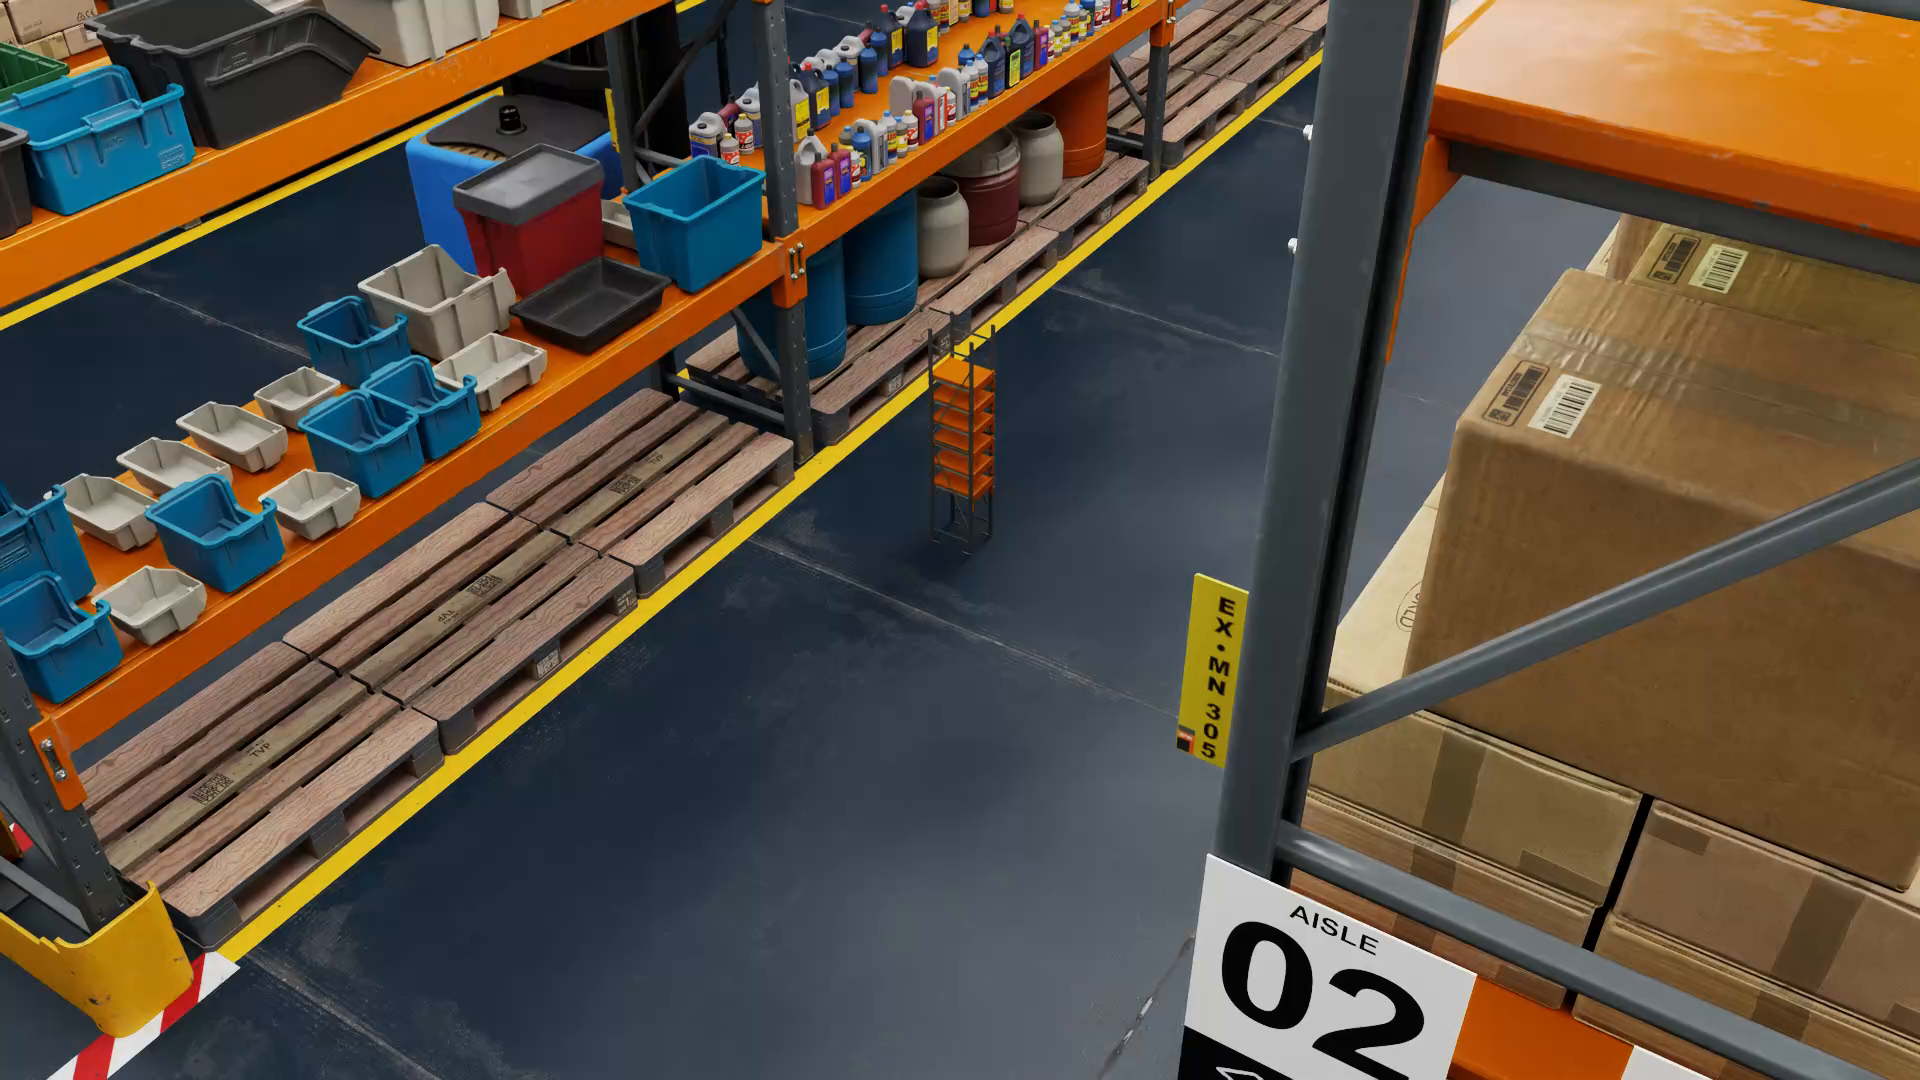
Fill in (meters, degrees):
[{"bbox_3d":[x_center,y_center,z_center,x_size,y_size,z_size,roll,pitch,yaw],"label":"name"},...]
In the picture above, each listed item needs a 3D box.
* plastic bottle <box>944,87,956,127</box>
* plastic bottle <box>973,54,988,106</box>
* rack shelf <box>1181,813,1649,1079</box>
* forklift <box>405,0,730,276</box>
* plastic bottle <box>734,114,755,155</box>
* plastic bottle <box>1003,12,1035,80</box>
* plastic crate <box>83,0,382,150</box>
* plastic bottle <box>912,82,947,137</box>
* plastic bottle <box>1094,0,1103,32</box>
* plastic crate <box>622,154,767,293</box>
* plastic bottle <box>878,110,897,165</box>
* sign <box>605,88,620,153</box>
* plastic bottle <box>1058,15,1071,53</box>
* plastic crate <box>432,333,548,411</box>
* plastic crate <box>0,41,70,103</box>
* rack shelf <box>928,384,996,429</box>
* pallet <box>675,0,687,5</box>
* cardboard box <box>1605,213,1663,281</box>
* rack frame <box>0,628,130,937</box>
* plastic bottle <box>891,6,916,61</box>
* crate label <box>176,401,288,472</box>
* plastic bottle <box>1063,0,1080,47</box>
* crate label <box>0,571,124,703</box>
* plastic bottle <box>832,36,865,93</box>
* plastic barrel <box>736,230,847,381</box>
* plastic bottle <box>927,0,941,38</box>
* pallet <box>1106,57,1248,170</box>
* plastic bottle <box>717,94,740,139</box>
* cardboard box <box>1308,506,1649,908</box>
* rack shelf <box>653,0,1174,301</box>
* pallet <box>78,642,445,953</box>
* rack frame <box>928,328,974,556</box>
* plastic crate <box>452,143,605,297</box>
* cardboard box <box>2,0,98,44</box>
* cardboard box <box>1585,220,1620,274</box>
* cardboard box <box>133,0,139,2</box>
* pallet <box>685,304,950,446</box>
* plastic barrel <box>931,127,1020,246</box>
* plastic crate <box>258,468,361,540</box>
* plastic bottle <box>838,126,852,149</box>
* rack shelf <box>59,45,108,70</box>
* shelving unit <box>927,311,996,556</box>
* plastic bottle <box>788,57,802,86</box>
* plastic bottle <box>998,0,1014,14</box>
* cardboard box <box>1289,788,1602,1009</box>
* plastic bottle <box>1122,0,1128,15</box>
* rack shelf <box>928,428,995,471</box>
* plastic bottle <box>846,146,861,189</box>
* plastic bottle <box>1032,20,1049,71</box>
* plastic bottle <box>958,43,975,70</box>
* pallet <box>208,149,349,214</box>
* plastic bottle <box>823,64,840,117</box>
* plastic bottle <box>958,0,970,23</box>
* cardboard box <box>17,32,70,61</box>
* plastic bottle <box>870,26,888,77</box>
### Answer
[{"bbox_3d":[-0.071,-2.328,8.915,0.097,0.201,0.097,0,38,0],"label":"plastic bottle"},{"bbox_3d":[0.105,-2.525,9.113,0.097,0.271,0.097,0,38,0],"label":"plastic bottle"},{"bbox_3d":[1.887,-0.014,3.883,1.077,0.370,4.000,21,42,25],"label":"rack shelf"},{"bbox_3d":[-2.013,-3.208,9.950,1.130,2.935,3.031,18,41,22],"label":"forklift"},{"bbox_3d":[-1.122,-2.112,8.635,0.097,0.201,0.097,0,38,0],"label":"plastic bottle"},{"bbox_3d":[0.332,-2.801,9.406,0.144,0.351,0.185,21,42,25],"label":"plastic bottle"},{"bbox_3d":[-2.315,-1.563,5.354,0.504,0.338,0.767,21,42,25],"label":"plastic crate"},{"bbox_3d":[-0.156,-2.306,8.826,0.152,0.276,0.135,21,42,25],"label":"plastic bottle"},{"bbox_3d":[0.811,-3.177,10.016,0.097,0.201,0.097,0,38,0],"label":"plastic bottle"},{"bbox_3d":[-1.184,-1.429,7.551,0.392,0.384,0.575,21,42,25],"label":"plastic crate"},{"bbox_3d":[-0.371,-2.067,8.519,0.097,0.271,0.097,0,38,0],"label":"plastic bottle"},{"bbox_3d":[-1.686,-2.055,8.171,0.100,0.325,0.005,21,42,25],"label":"sign"},{"bbox_3d":[0.603,-2.976,9.756,0.097,0.201,0.097,0,38,0],"label":"plastic bottle"},{"bbox_3d":[-1.901,-0.687,6.791,0.293,0.136,0.466,21,42,25],"label":"plastic crate"},{"bbox_3d":[-3.078,-1.408,5.276,0.450,0.188,0.336,21,42,25],"label":"plastic crate"},{"bbox_3d":[0.008,-0.638,7.713,0.258,0.103,0.180,21,42,25],"label":"rack shelf"},{"bbox_3d":[-2.841,-4.744,14.171,1.003,0.211,1.213,21,42,25],"label":"pallet"},{"bbox_3d":[1.593,-0.496,3.019,0.700,0.500,0.500,21,42,25],"label":"cardboard box"},{"bbox_3d":[-3.365,0.298,5.346,1.000,3.000,0.127,21,42,25],"label":"rack frame"},{"bbox_3d":[-0.327,-2.945,9.654,0.152,0.276,0.135,21,42,25],"label":"plastic bottle"},{"bbox_3d":[-2.785,-0.397,6.415,0.396,0.136,0.243,21,42,25],"label":"crate label"},{"bbox_3d":[0.655,-3.054,9.800,0.097,0.271,0.097,0,38,0],"label":"plastic bottle"},{"bbox_3d":[-2.955,0.321,5.404,0.416,0.233,0.303,21,42,25],"label":"crate label"},{"bbox_3d":[-0.622,-2.661,9.286,0.152,0.276,0.135,21,42,25],"label":"plastic bottle"},{"bbox_3d":[-0.916,-1.374,8.890,0.600,0.901,0.708,21,42,25],"label":"plastic barrel"},{"bbox_3d":[-0.164,-3.131,9.899,0.097,0.271,0.097,0,38,0],"label":"plastic bottle"},{"bbox_3d":[1.369,-3.108,12.049,1.003,0.211,1.213,21,42,25],"label":"pallet"},{"bbox_3d":[-1.199,-2.161,8.631,0.061,0.283,0.133,21,42,25],"label":"plastic bottle"},{"bbox_3d":[0.875,0.245,2.671,0.500,0.250,0.500,21,42,25],"label":"cardboard box"},{"bbox_3d":[-0.151,-2.510,9.578,1.077,0.370,4.000,21,42,25],"label":"rack shelf"},{"bbox_3d":[-2.891,0.990,6.732,1.003,0.211,1.213,21,42,25],"label":"pallet"},{"bbox_3d":[-0.041,-0.435,7.772,0.240,1.200,0.006,21,42,25],"label":"rack frame"},{"bbox_3d":[-1.912,-1.435,7.492,0.402,0.464,0.583,21,42,25],"label":"plastic crate"},{"bbox_3d":[-5.419,-3.129,9.671,0.500,0.250,0.500,20,42,24],"label":"cardboard box"},{"bbox_3d":[1.676,-0.529,3.675,0.500,0.250,0.500,21,42,25],"label":"cardboard box"},{"bbox_3d":[-4.947,-3.579,10.294,0.500,0.500,0.500,21,42,25],"label":"cardboard box"},{"bbox_3d":[-0.774,-1.044,9.371,1.003,0.211,1.213,21,42,25],"label":"pallet"},{"bbox_3d":[0.068,-2.198,10.214,0.600,0.588,0.708,21,42,25],"label":"plastic barrel"},{"bbox_3d":[-2.350,-0.129,6.067,0.250,0.136,0.298,21,42,25],"label":"plastic crate"},{"bbox_3d":[-0.572,-2.019,8.515,0.097,0.201,0.097,0,38,0],"label":"plastic bottle"},{"bbox_3d":[-6.476,-2.068,9.005,1.077,0.370,4.000,21,42,25],"label":"rack shelf"},{"bbox_3d":[0.008,-0.483,7.833,0.258,1.200,0.189,21,42,25],"label":"shelving unit"},{"bbox_3d":[-0.907,-2.421,8.913,0.144,0.351,0.185,21,42,25],"label":"plastic bottle"},{"bbox_3d":[0.283,-3.360,10.254,0.097,0.201,0.097,0,38,0],"label":"plastic bottle"},{"bbox_3d":[0.868,0.441,2.827,0.500,0.250,0.500,21,42,25],"label":"cardboard box"},{"bbox_3d":[0.987,-3.346,10.236,0.097,0.201,0.097,0,38,0],"label":"plastic bottle"},{"bbox_3d":[0.008,-0.447,7.860,0.258,0.103,0.180,21,42,25],"label":"rack shelf"},{"bbox_3d":[-0.548,-1.869,8.320,0.097,0.201,0.097,0,38,0],"label":"plastic bottle"},{"bbox_3d":[0.452,-2.843,9.516,0.061,0.283,0.133,21,42,25],"label":"plastic bottle"},{"bbox_3d":[0.036,-2.622,9.240,0.097,0.271,0.097,0,38,0],"label":"plastic bottle"},{"bbox_3d":[-5.055,-2.702,11.522,1.003,0.211,1.213,21,42,25],"label":"pallet"},{"bbox_3d":[-0.703,-2.439,9.002,0.097,0.271,0.097,0,38,0],"label":"plastic bottle"},{"bbox_3d":[0.011,-3.272,10.140,0.097,0.201,0.097,0,38,0],"label":"plastic bottle"},{"bbox_3d":[-5.429,-2.887,9.684,0.380,0.149,0.250,22,43,26],"label":"cardboard box"},{"bbox_3d":[-0.460,-2.777,9.440,0.097,0.271,0.097,0,38,0],"label":"plastic bottle"}]
